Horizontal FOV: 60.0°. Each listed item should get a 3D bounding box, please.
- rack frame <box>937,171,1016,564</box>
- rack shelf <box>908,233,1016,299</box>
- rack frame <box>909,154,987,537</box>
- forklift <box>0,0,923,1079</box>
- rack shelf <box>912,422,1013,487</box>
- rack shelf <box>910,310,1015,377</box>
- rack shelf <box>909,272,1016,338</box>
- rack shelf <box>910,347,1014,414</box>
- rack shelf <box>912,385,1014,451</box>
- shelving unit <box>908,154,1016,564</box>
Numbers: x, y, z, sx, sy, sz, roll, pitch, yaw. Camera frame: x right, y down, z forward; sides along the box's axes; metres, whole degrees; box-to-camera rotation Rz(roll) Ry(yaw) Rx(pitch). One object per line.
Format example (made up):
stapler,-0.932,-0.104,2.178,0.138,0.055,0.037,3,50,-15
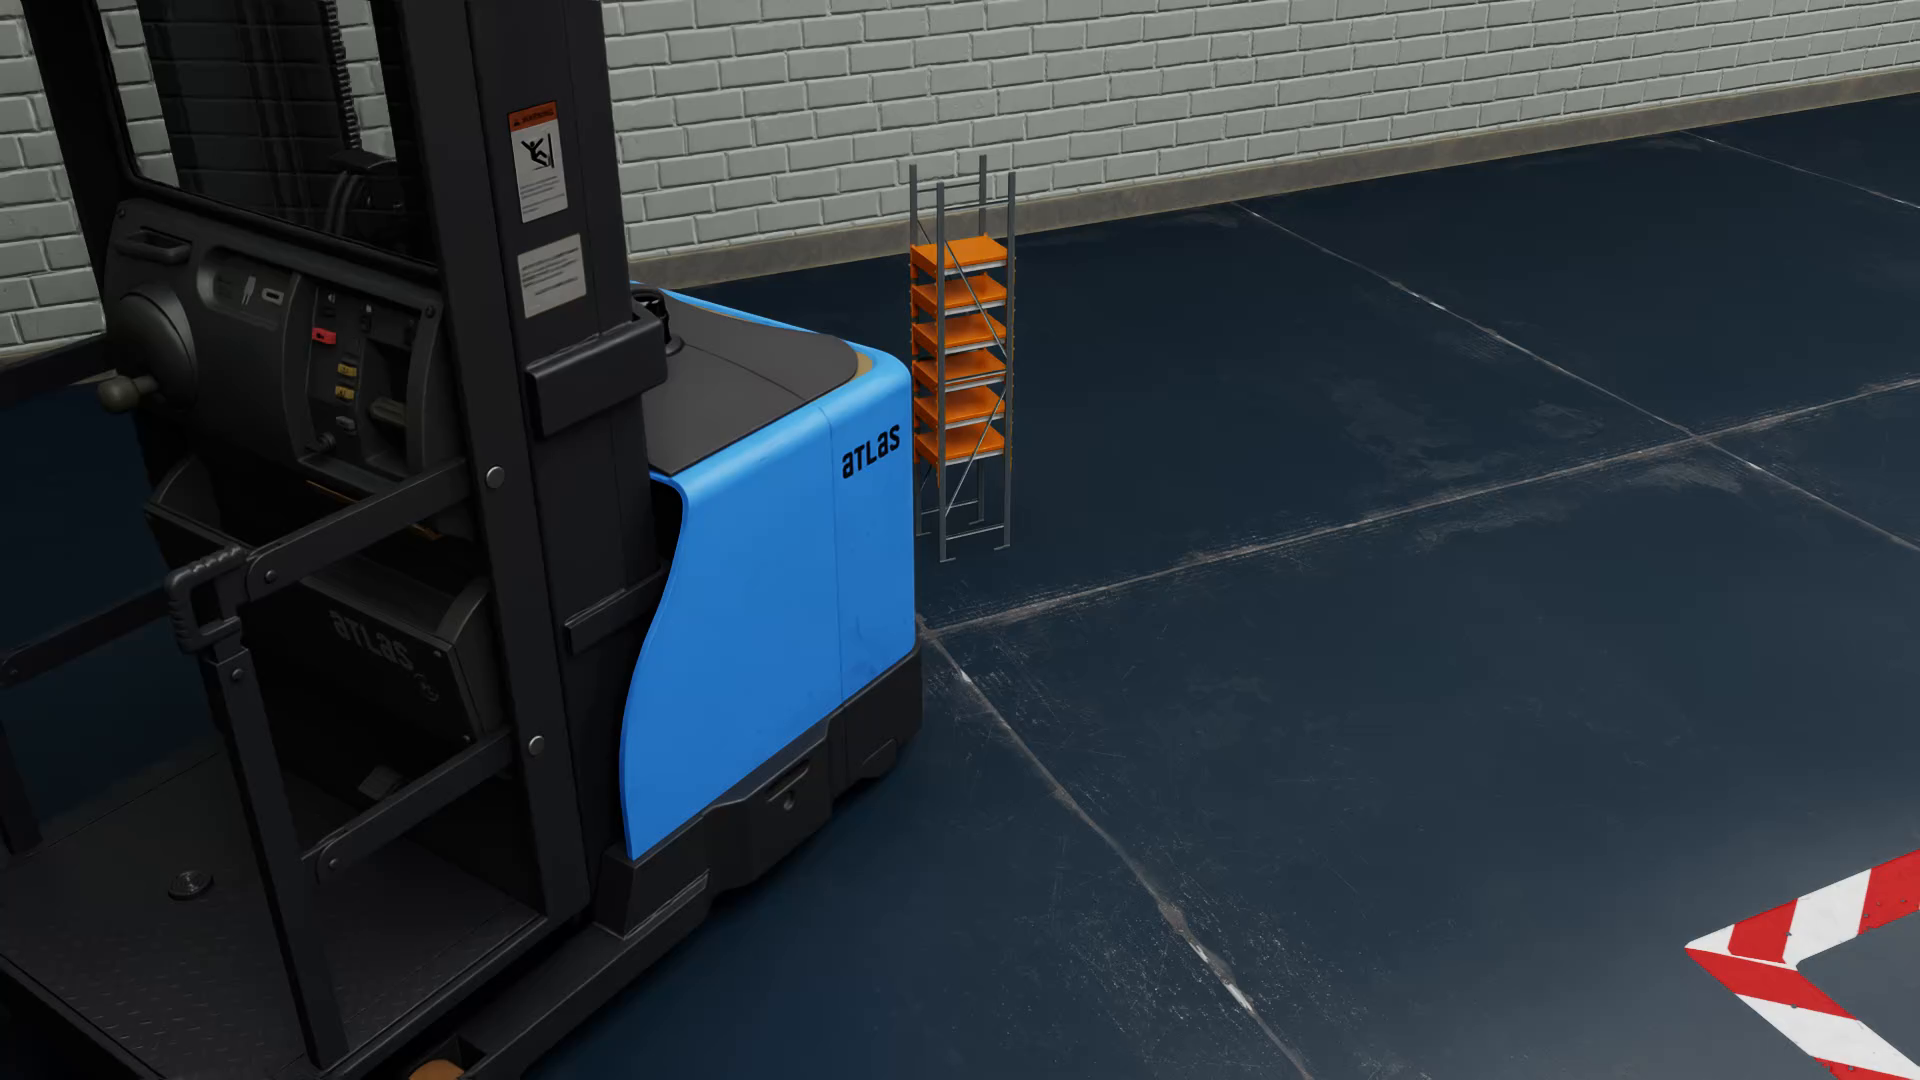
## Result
rack frame,0.046,-0.477,4.873,0.240,1.200,0.006,-13,32,-22
rack shelf,0.006,-0.792,4.791,0.258,0.103,0.180,-13,32,-22
rack frame,-0.033,-0.557,5.017,0.240,1.200,0.006,-13,32,-22
forklift,-1.353,-0.306,2.798,1.130,2.935,3.031,19,34,30
rack shelf,0.006,-0.269,5.084,0.258,0.103,0.180,-13,32,-22
rack shelf,0.006,-0.583,4.908,0.258,0.103,0.180,-13,32,-22
rack shelf,0.006,-0.688,4.849,0.258,0.103,0.180,-13,32,-22
rack shelf,0.006,-0.478,4.967,0.258,0.103,0.180,-13,32,-22
rack shelf,0.006,-0.374,5.026,0.258,0.103,0.180,-13,32,-22
shelving unit,0.006,-0.517,4.945,0.258,1.200,0.189,-13,32,-22
